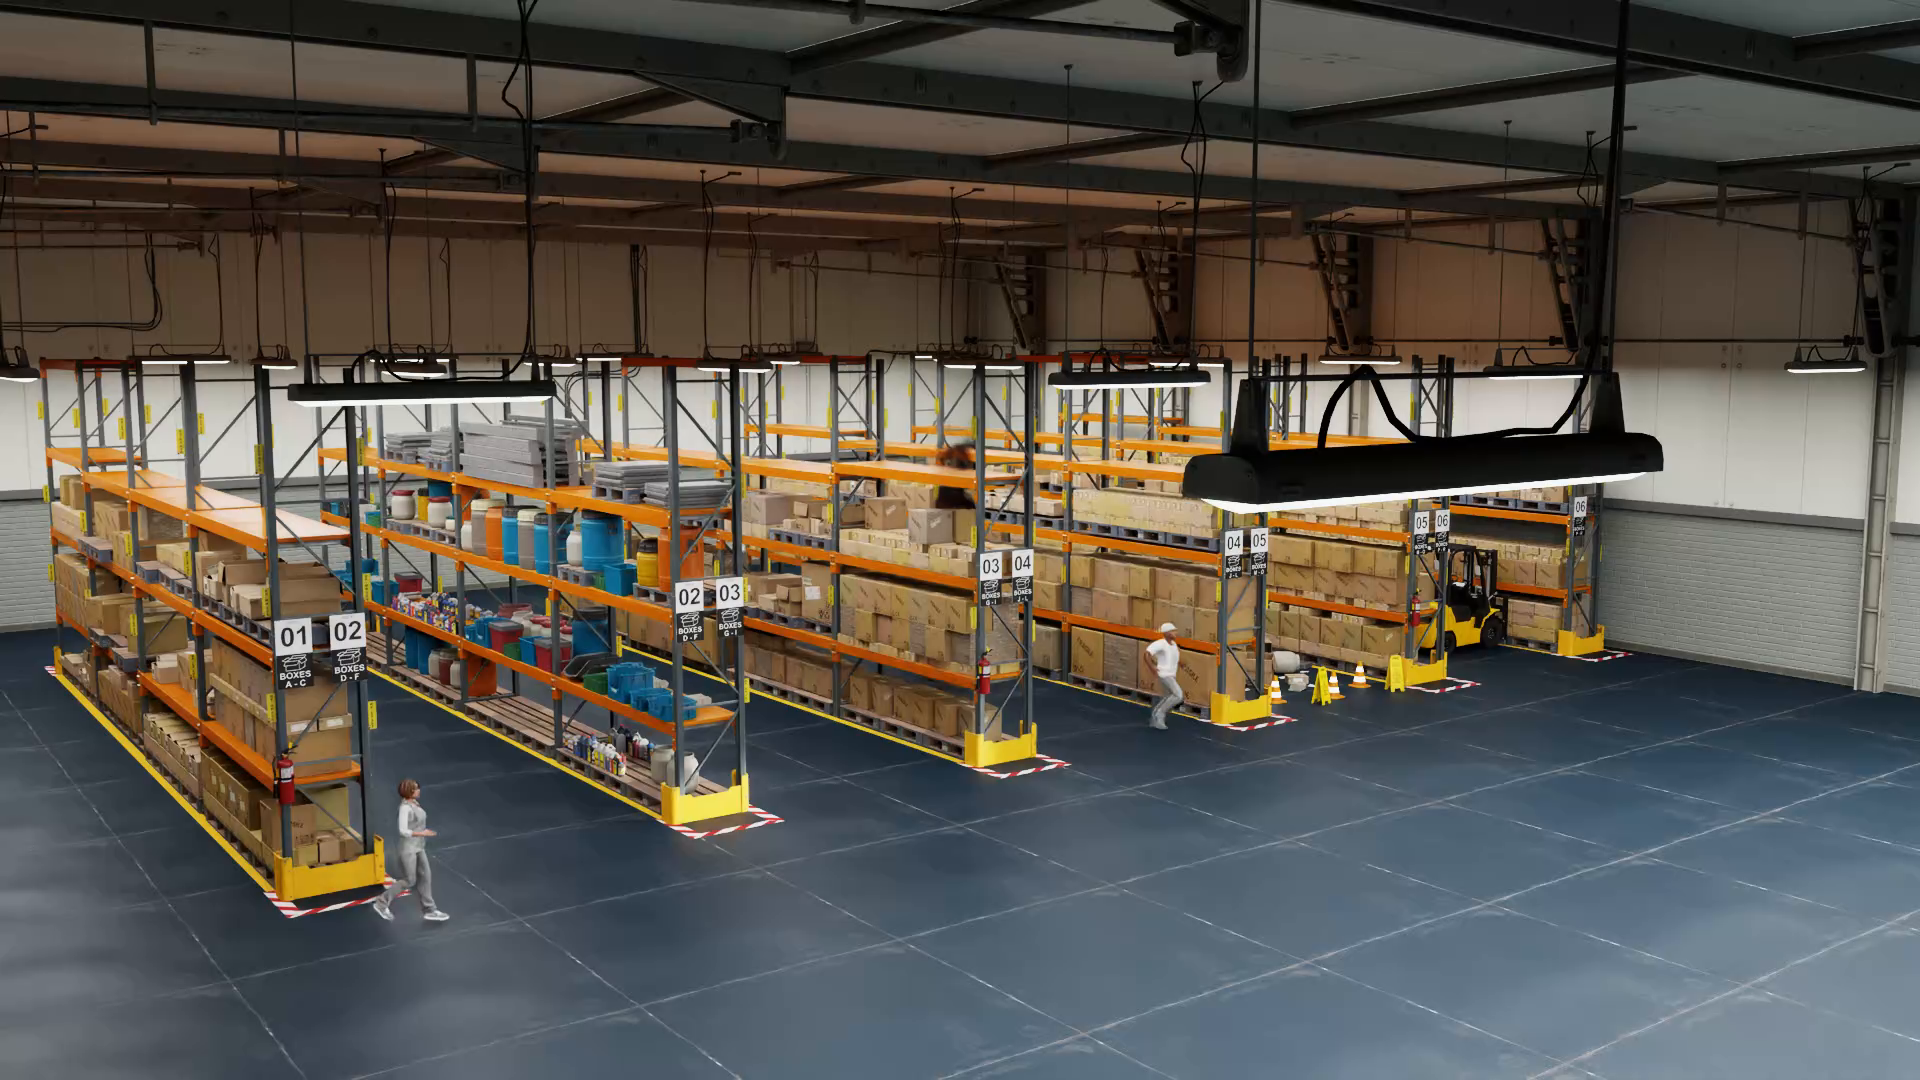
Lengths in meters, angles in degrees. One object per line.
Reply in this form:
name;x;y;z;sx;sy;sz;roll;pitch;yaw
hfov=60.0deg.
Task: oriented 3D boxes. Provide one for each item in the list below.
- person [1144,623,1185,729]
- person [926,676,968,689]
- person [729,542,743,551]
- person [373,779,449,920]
person;3.395;2.219;27.169;0.616;1.715;0.718;3;8;27
person;-0.278;1.793;30.213;0.988;1.783;0.654;6;9;40
person;-5.696;0.539;41.647;0.433;1.587;0.776;-5;8;-35
person;-5.975;3.368;18.046;0.791;1.588;0.556;0;7;-4
